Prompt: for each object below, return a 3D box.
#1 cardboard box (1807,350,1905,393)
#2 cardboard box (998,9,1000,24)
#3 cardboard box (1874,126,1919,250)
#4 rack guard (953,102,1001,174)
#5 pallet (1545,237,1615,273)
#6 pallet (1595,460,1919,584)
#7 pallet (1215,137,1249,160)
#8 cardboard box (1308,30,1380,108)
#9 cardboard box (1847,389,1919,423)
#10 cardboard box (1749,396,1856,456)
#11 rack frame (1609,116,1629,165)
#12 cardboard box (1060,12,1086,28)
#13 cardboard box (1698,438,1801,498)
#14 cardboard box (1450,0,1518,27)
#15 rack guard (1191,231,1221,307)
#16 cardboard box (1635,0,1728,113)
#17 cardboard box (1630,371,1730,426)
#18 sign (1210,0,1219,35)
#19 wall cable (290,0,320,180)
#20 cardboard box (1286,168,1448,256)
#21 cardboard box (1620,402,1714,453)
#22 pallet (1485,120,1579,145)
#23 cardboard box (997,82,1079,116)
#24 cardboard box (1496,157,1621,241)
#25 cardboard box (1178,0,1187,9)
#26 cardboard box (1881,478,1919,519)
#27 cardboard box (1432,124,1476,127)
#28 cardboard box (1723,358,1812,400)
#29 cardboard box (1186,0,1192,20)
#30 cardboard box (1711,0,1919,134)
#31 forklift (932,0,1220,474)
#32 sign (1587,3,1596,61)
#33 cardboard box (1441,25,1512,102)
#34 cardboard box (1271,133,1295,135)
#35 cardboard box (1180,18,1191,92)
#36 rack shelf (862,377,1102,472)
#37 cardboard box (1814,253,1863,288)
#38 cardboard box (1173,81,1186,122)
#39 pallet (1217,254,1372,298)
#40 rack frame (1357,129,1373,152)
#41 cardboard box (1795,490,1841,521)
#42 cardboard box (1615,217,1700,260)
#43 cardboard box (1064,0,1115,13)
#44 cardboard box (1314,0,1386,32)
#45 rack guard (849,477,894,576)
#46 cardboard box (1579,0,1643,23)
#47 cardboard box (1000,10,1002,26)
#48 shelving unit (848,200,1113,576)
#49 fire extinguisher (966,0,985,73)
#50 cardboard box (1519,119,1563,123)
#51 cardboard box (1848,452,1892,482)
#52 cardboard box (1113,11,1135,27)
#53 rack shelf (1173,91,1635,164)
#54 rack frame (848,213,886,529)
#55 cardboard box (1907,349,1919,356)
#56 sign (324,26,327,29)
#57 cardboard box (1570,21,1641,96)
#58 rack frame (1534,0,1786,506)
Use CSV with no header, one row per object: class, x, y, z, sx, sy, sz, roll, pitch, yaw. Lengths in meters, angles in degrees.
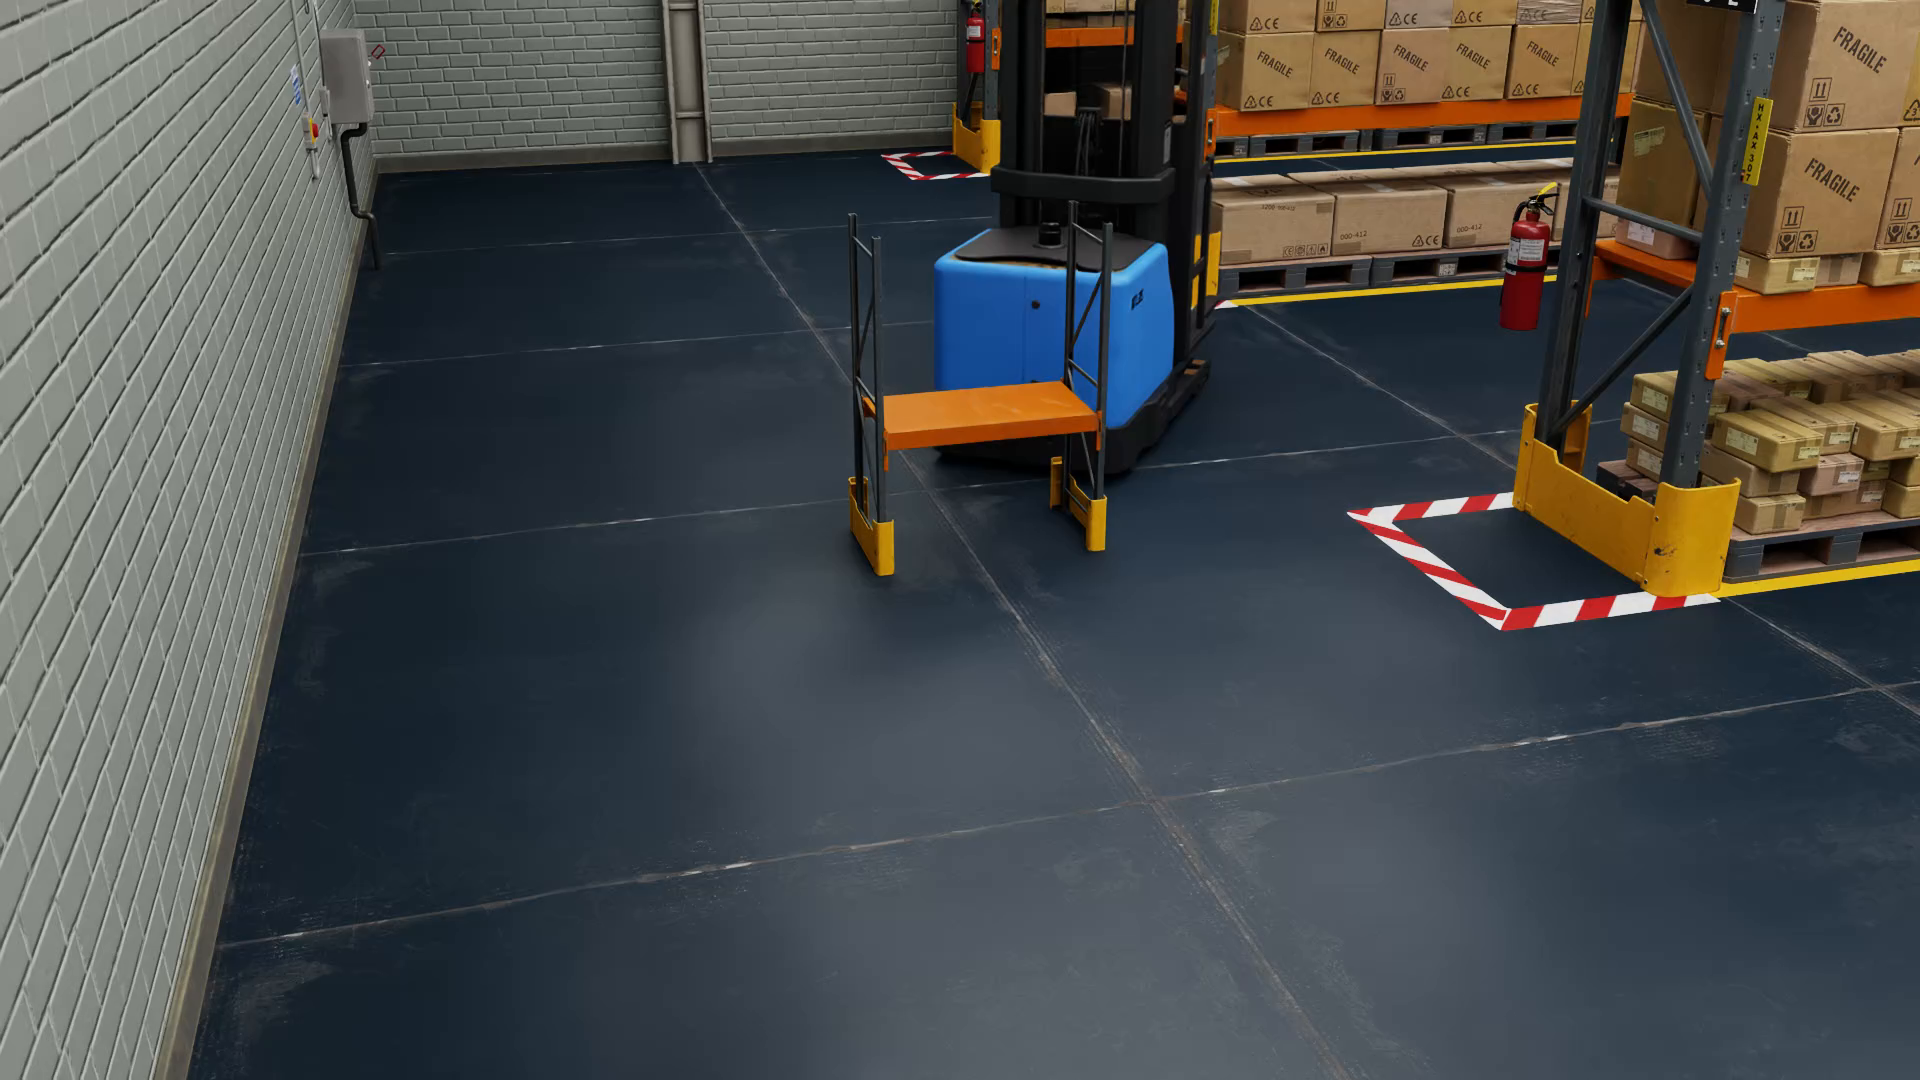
cardboard box,4.364,-0.797,8.132,0.250,0.149,0.380,-5,24,-12
cardboard box,0.408,-5.129,16.217,0.250,0.149,0.380,-7,24,-15
cardboard box,3.956,-1.547,7.046,0.500,0.500,0.500,-6,24,-14
rack guard,0.235,-3.966,16.360,0.348,0.500,1.175,-6,24,-14
pallet,4.604,-2.316,12.880,1.213,0.211,1.003,-6,24,-14
pallet,3.805,-0.154,7.841,1.213,0.211,1.003,-6,24,-14
pallet,2.174,-4.047,16.915,1.213,0.211,1.003,-6,24,-14
cardboard box,2.525,-3.275,11.453,0.500,0.500,0.500,-7,24,-15
cardboard box,4.263,-0.548,7.552,0.250,0.149,0.380,-8,24,-17
cardboard box,3.769,-0.512,7.468,0.250,0.149,0.380,-6,24,-13
rack frame,5.357,-3.649,12.450,0.127,3.000,1.000,-6,24,-14
cardboard box,1.028,-5.008,15.936,0.250,0.149,0.380,-7,24,-15
cardboard box,3.514,-0.332,7.426,0.250,0.149,0.380,-5,24,-12
cardboard box,3.514,-3.840,11.501,0.500,0.500,0.500,-6,24,-14
rack guard,1.483,-2.072,11.944,0.348,0.500,1.175,-6,24,-14
cardboard box,3.314,-2.140,7.160,0.500,0.500,0.500,-7,24,-15
cardboard box,3.382,-0.663,7.820,0.250,0.149,0.380,-6,24,-14
sign,1.650,-3.446,10.778,0.005,0.325,0.100,-6,24,-14
wall cable,-3.917,-3.095,9.830,0.123,1.953,0.585,-6,24,-14
cardboard box,2.993,-2.447,12.366,0.875,0.438,0.875,-6,24,-13
cardboard box,3.371,-0.538,7.906,0.250,0.149,0.380,-7,24,-16
pallet,5.963,-4.484,17.932,1.213,0.211,1.003,-6,24,-14
cardboard box,0.776,-4.182,16.325,0.637,0.503,0.797,-7,24,-16
cardboard box,4.724,-2.638,12.811,0.875,0.438,0.875,-7,24,-15
cardboard box,2.130,-5.292,16.093,0.500,0.250,0.500,-7,24,-16
cardboard box,4.274,-0.245,7.600,0.250,0.149,0.380,-6,24,-14
cardboard box,5.049,-4.604,17.313,0.500,0.500,0.500,-7,24,-15
cardboard box,3.854,-0.744,8.008,0.250,0.149,0.380,-7,24,-16
cardboard box,1.906,-3.870,11.570,0.500,0.500,0.500,-6,24,-13
cardboard box,3.444,-1.943,6.703,0.500,0.500,0.500,-6,24,-15
forklift,0.850,-2.231,9.232,1.130,2.935,3.031,8,25,19
sign,2.810,-2.244,7.308,0.005,0.325,0.100,-6,24,-14
cardboard box,3.497,-3.382,11.702,0.500,0.500,0.500,-6,24,-13
cardboard box,3.212,-4.261,16.810,0.258,0.266,0.396,-5,24,-12
cardboard box,1.899,-3.421,11.791,0.500,0.500,0.500,-6,24,-14
rack shelf,0.082,-0.533,7.546,1.000,0.185,0.538,-6,24,-14
cardboard box,3.575,-1.192,7.042,0.250,0.149,0.380,-5,24,-12
cardboard box,2.146,-4.275,16.546,0.500,0.500,0.500,-6,24,-13
pallet,2.255,-2.056,12.274,1.213,0.211,1.003,-6,24,-14
rack frame,4.013,-5.533,16.841,0.127,3.000,1.000,-6,24,-14
cardboard box,3.761,-0.230,7.566,0.250,0.149,0.380,-6,24,-15
cardboard box,3.178,-1.381,7.483,0.250,0.149,0.380,-6,24,-14
cardboard box,1.156,-5.175,15.818,0.500,0.250,0.500,-6,24,-14
cardboard box,2.541,-3.729,11.242,0.500,0.500,0.500,-7,24,-16
rack guard,-0.406,-0.070,7.596,0.087,0.250,0.587,-6,24,-14
cardboard box,4.487,-3.948,11.753,0.500,0.500,0.500,-7,24,-15
cardboard box,0.552,-4.922,15.736,0.250,0.149,0.380,-6,24,-15
shelving unit,0.073,-0.697,7.473,1.083,1.500,0.587,-6,24,-14
fire extinguisher,0.145,-4.709,15.491,0.183,0.674,0.296,-6,24,-14
cardboard box,6.032,-4.708,17.556,0.500,0.500,0.500,-7,24,-16
cardboard box,4.005,-0.400,7.583,0.250,0.149,0.380,-6,24,-14
cardboard box,1.542,-5.042,16.016,0.250,0.149,0.380,-6,24,-14
rack shelf,3.432,-3.105,12.095,4.000,0.370,1.077,-6,24,-14
rack frame,-0.407,-0.644,7.349,0.032,1.500,0.500,-6,24,-14
cardboard box,4.892,-0.822,8.190,0.250,0.149,0.380,-6,24,-14
sign,-4.677,-3.548,12.336,0.001,0.494,0.329,-6,24,-14
cardboard box,4.486,-3.491,11.956,0.500,0.500,0.500,-7,24,-16
rack frame,2.940,-1.354,7.102,0.127,3.000,1.000,-6,24,-14
